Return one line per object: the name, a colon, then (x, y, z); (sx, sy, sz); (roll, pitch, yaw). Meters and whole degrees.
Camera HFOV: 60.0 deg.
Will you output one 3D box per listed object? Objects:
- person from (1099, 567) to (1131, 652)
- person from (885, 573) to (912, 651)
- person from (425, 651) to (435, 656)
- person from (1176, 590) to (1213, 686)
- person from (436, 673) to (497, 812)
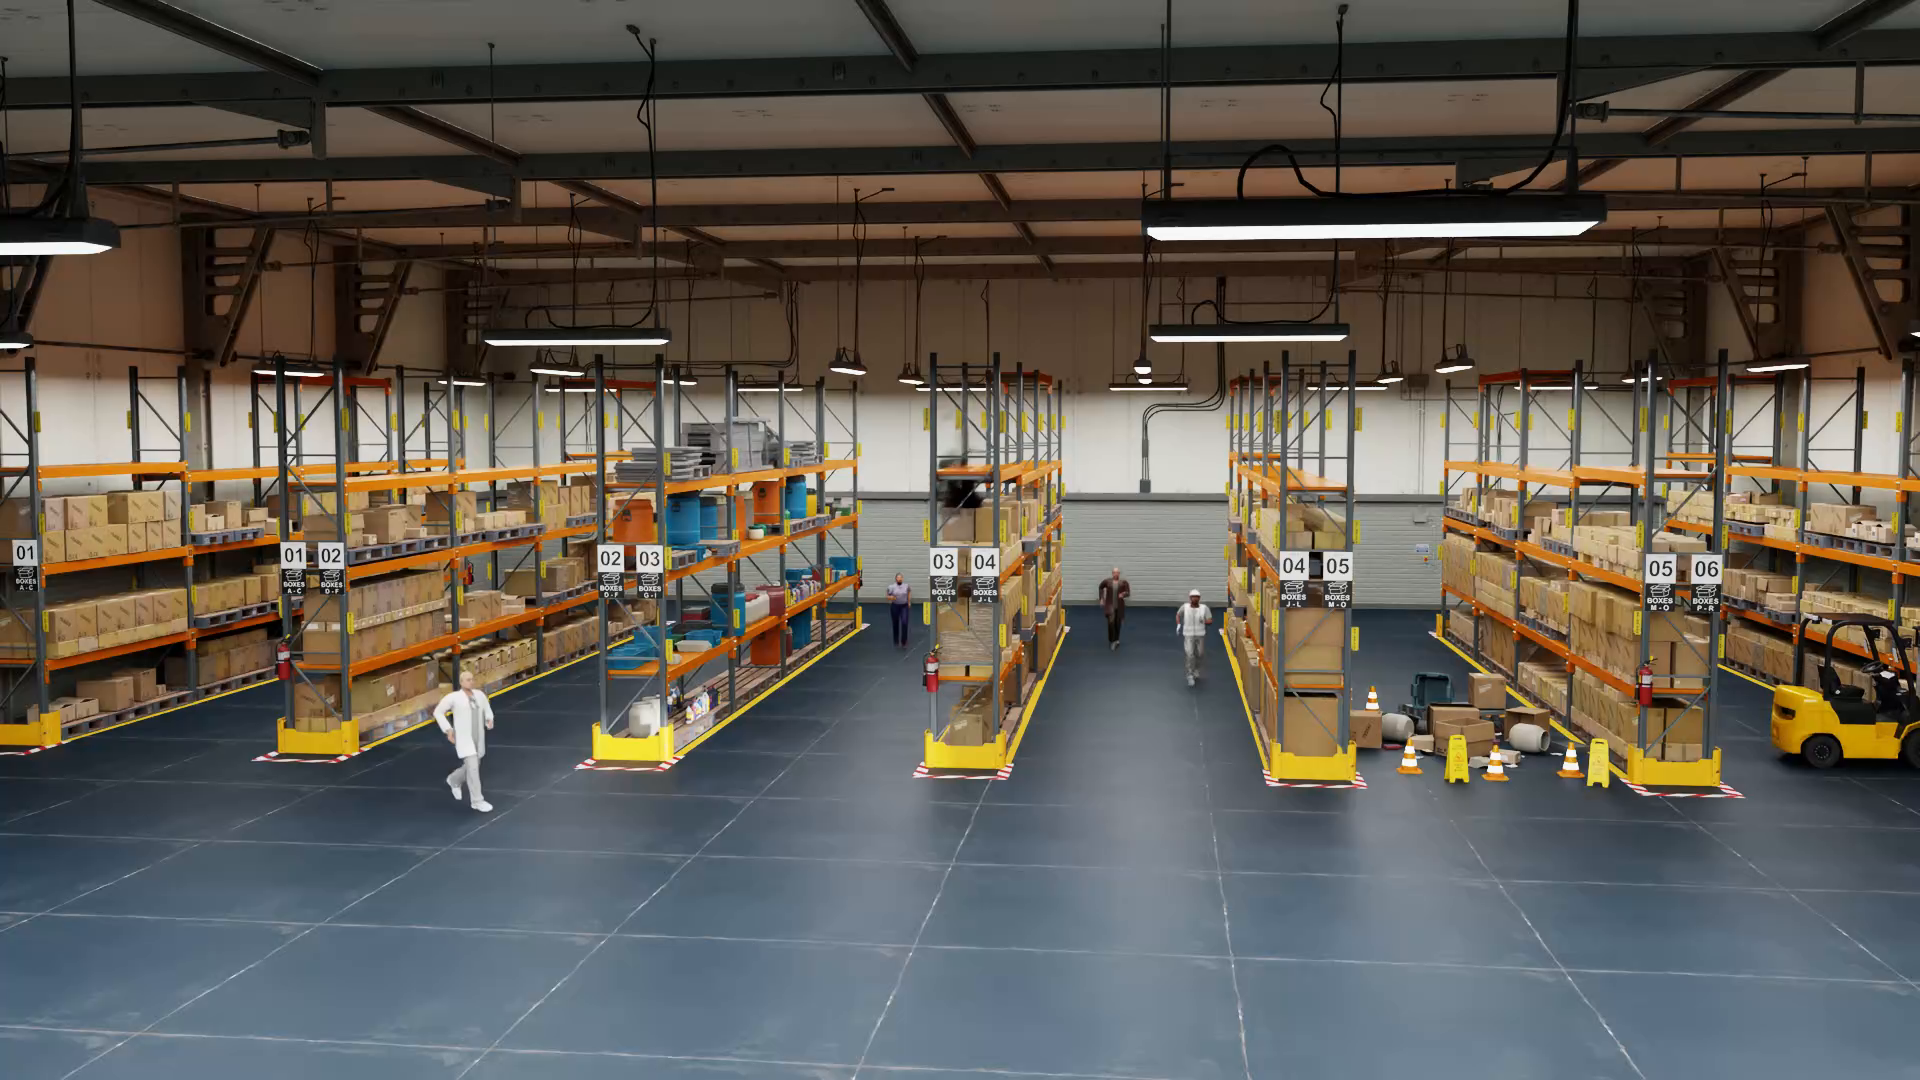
person: (3.425, 1.518, 36.691); (0.667, 1.847, 0.939); (0, 4, -1)
person: (-1.353, 1.565, 36.836); (0.601, 1.670, 0.903); (0, 4, -6)
person: (-10.724, 1.802, 32.952); (0.627, 1.827, 1.083); (1, 4, 9)
person: (4.473, 1.841, 31.738); (0.688, 1.764, 1.003); (0, 4, 5)
person: (-6.326, 2.590, 21.483); (0.933, 1.756, 0.736); (3, 5, 38)
